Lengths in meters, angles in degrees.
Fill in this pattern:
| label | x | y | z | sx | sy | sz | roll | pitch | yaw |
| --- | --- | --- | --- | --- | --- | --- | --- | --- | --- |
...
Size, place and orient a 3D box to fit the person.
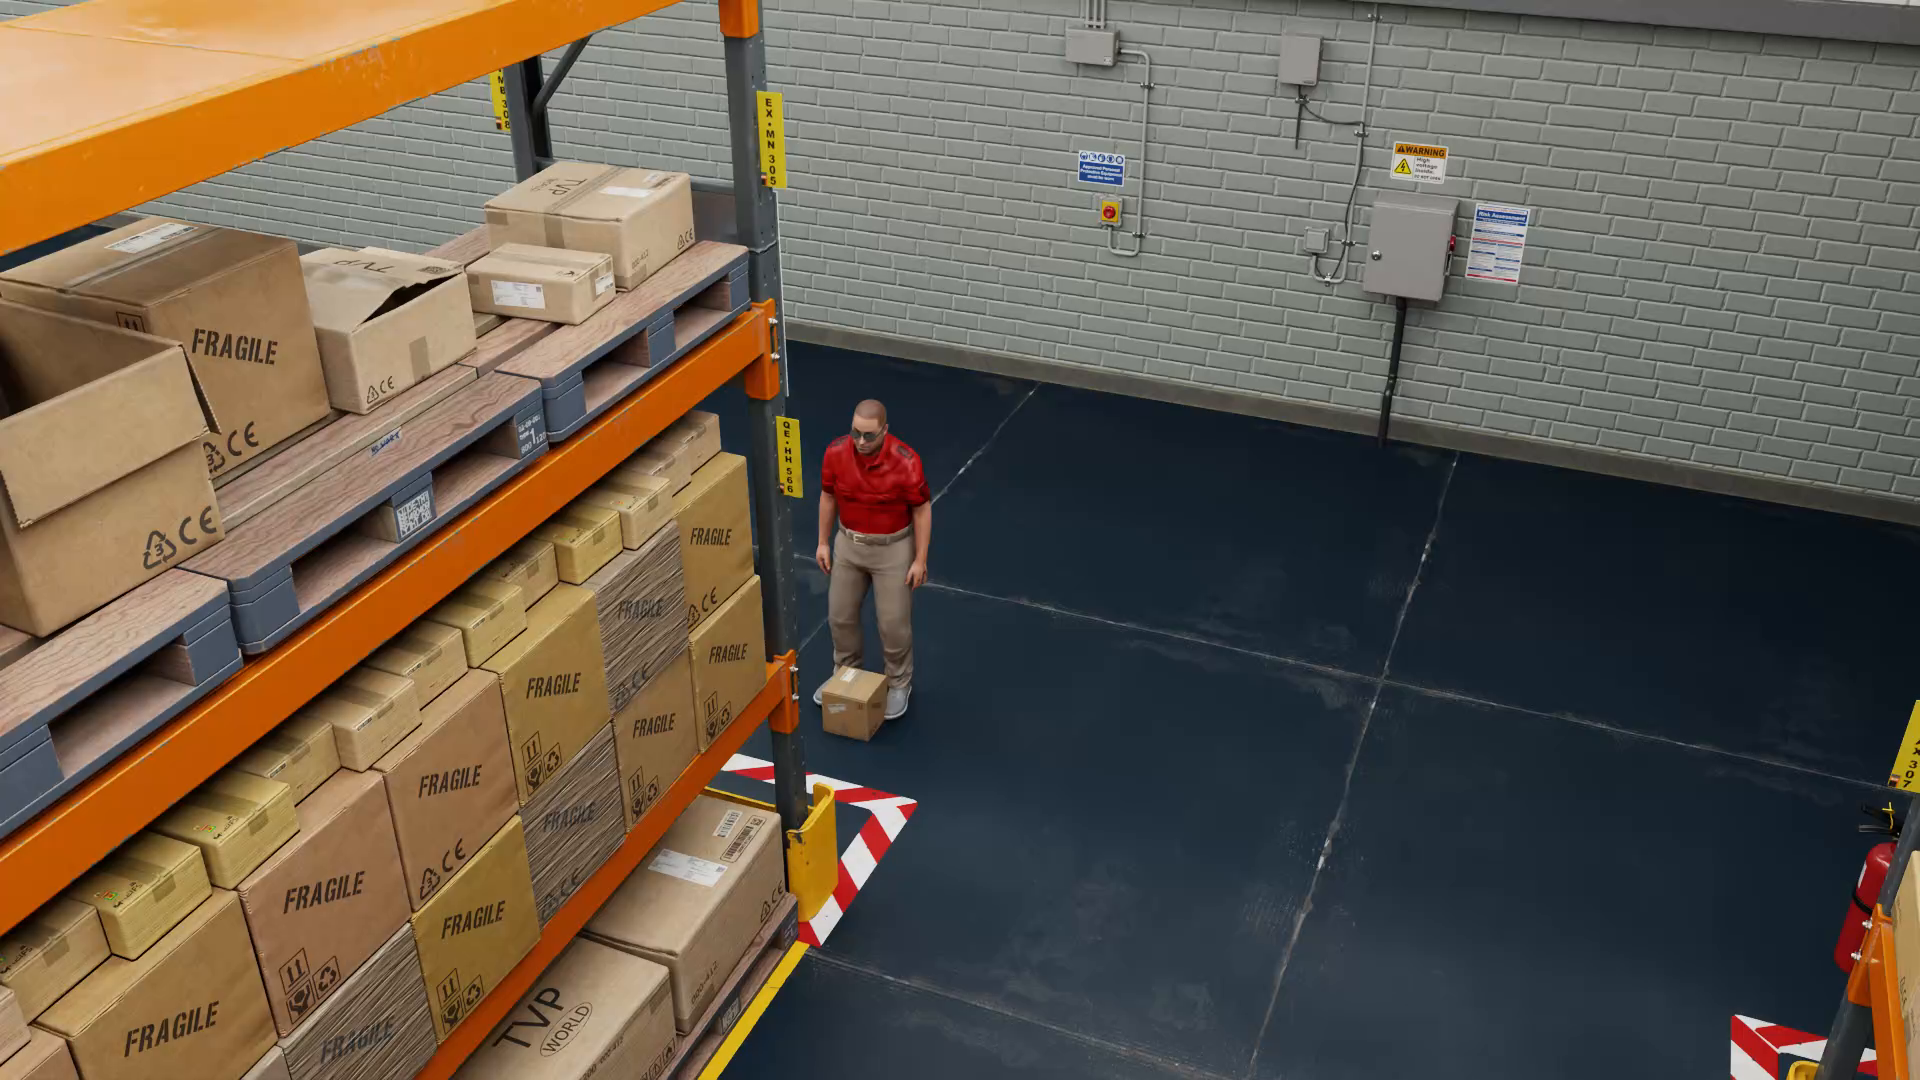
| label | x | y | z | sx | sy | sz | roll | pitch | yaw |
| --- | --- | --- | --- | --- | --- | --- | --- | --- | --- |
| person | -0.439 | 0.069 | 8.292 | 0.599 | 1.726 | 0.393 | 9 | 31 | 16 |
